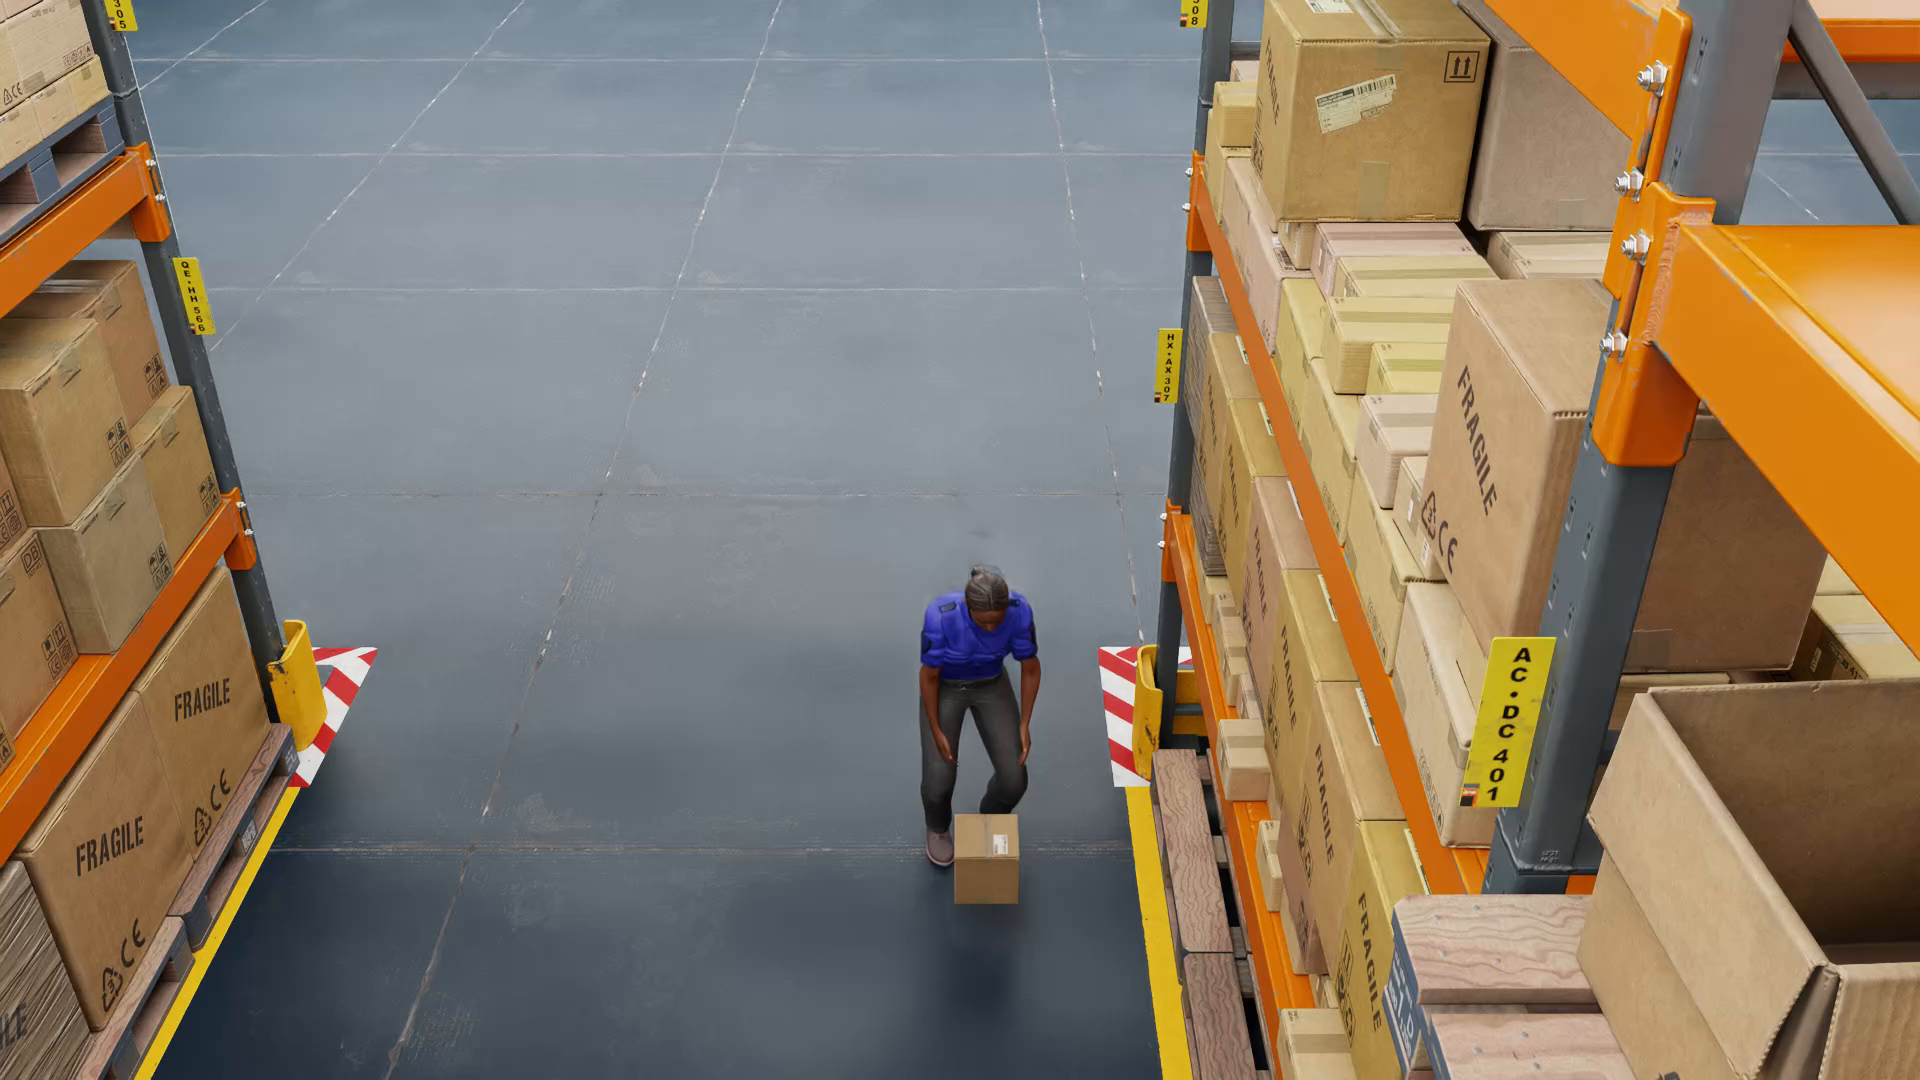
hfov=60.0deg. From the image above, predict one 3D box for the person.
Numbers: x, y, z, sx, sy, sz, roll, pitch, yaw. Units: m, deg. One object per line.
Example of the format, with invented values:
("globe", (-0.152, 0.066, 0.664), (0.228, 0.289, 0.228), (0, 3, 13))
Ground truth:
("person", (0.073, 0.677, 6.721), (0.487, 1.487, 0.535), (-4, 32, -7))
